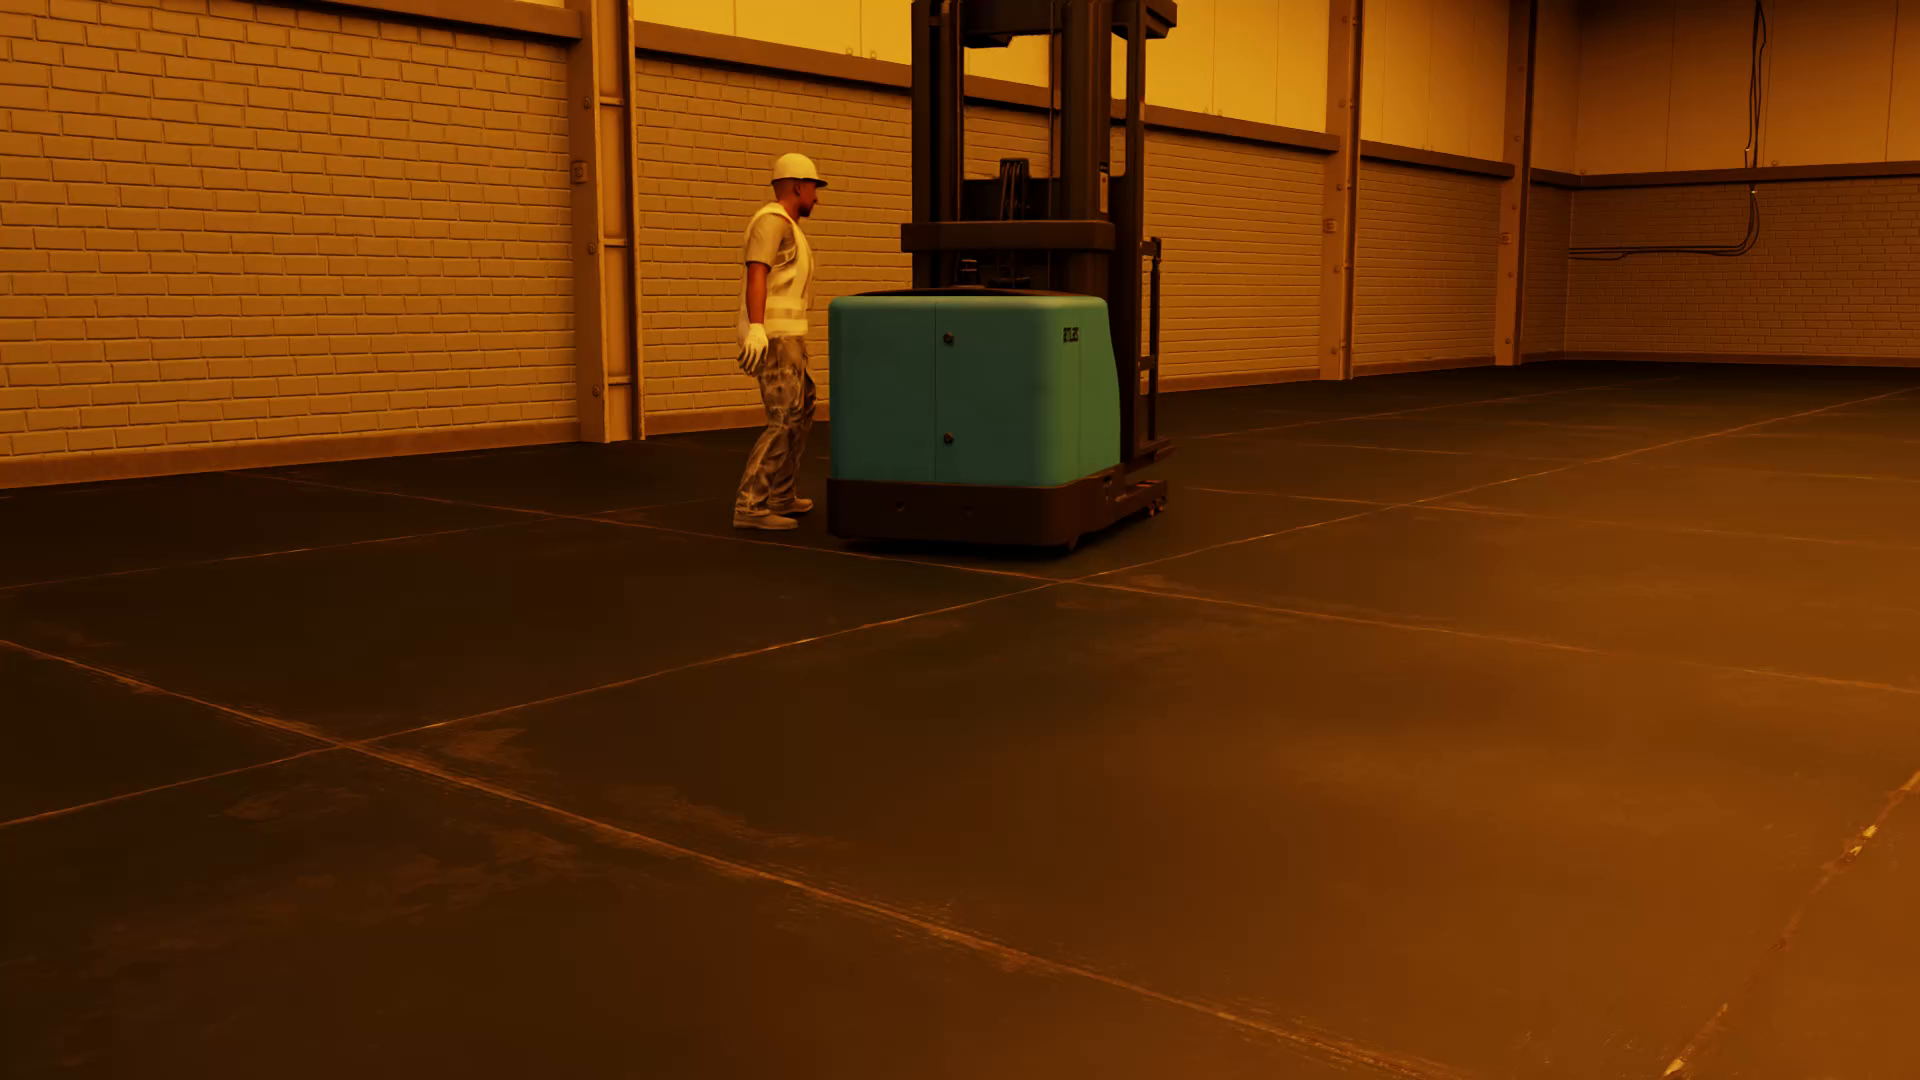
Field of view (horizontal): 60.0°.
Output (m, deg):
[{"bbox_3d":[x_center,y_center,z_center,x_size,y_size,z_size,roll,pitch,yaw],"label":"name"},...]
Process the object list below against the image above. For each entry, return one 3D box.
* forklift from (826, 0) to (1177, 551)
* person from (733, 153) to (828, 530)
[{"bbox_3d":[0.411,-1.581,8.085,1.130,2.935,3.031,3,9,20],"label":"forklift"},{"bbox_3d":[-0.842,-0.930,7.814,0.458,1.744,0.894,0,8,-3],"label":"person"}]
